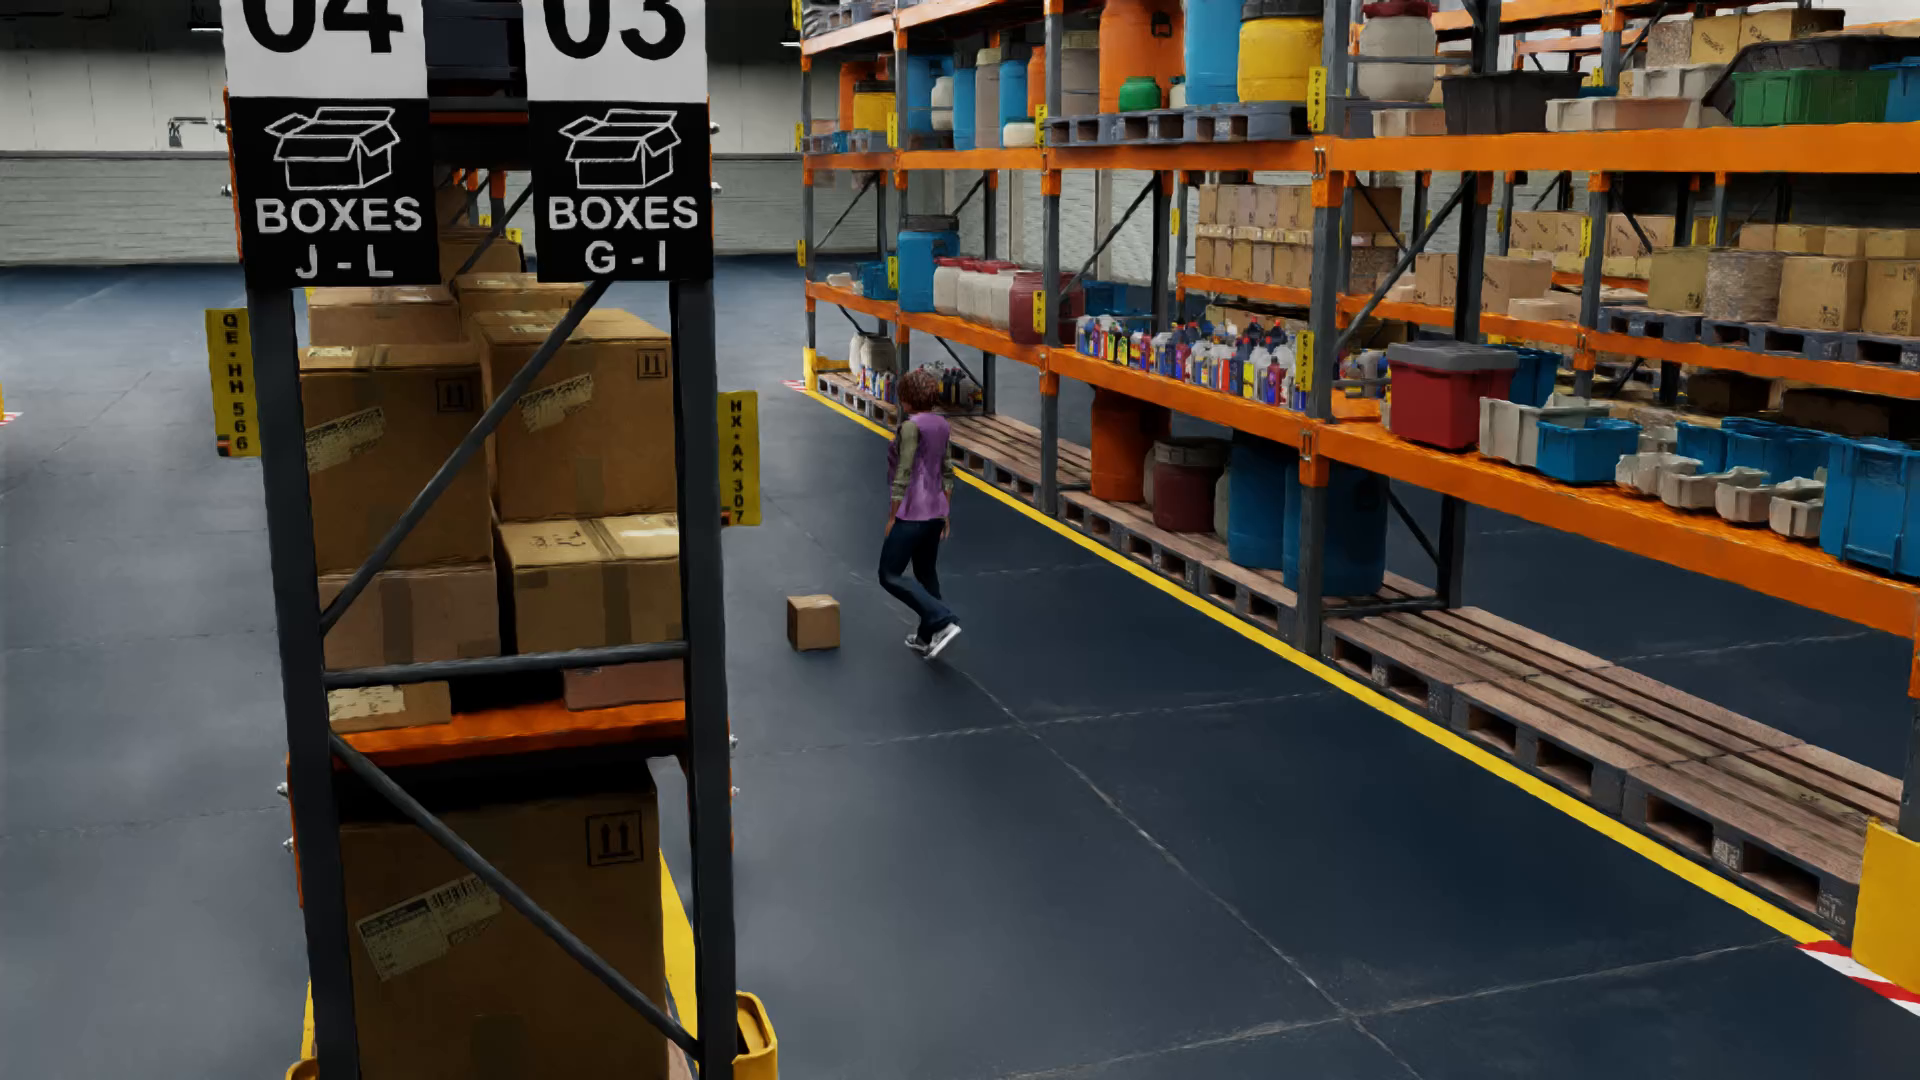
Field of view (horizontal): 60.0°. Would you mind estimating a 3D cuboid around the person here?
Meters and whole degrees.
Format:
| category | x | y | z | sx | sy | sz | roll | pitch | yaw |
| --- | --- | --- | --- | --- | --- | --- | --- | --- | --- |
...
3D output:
| category | x | y | z | sx | sy | sz | roll | pitch | yaw |
| --- | --- | --- | --- | --- | --- | --- | --- | --- | --- |
| person | -0.178 | -0.117 | 8.942 | 0.538 | 1.595 | 0.515 | 7 | 14 | 28 |
